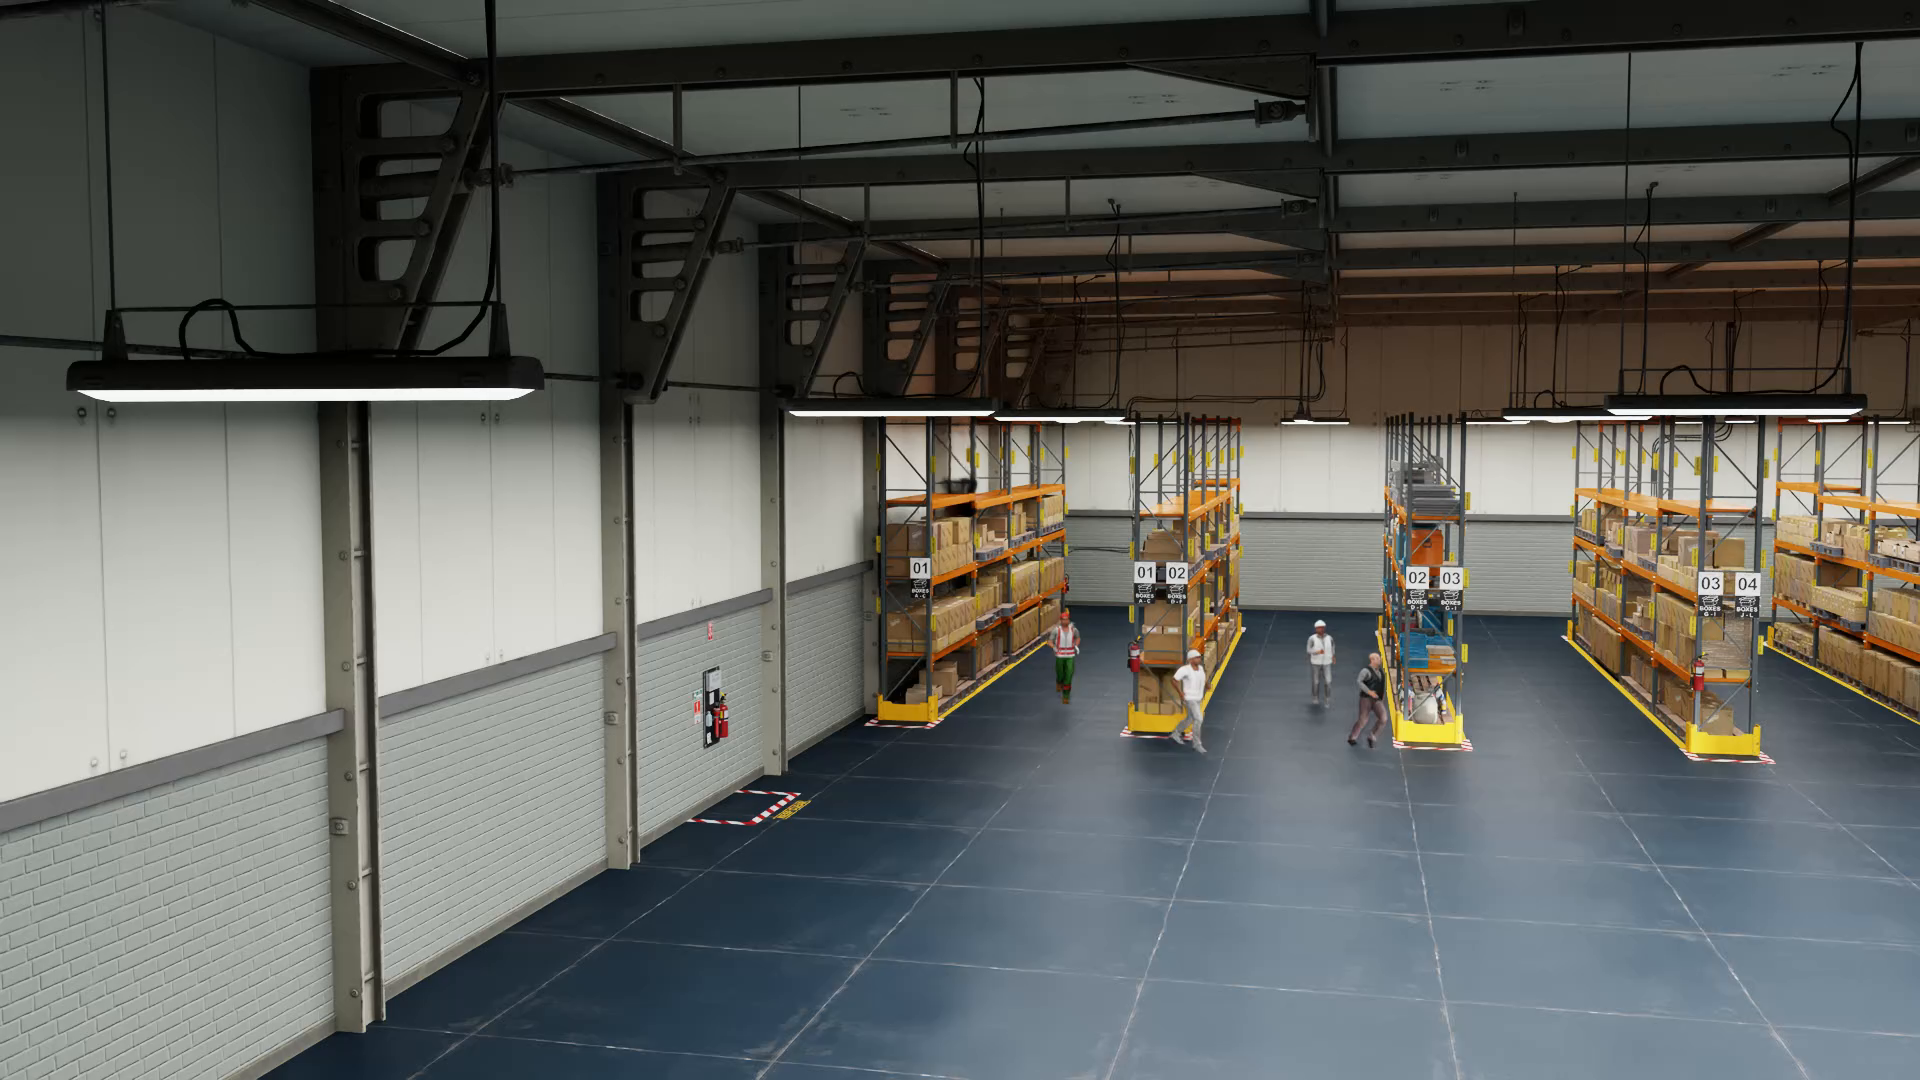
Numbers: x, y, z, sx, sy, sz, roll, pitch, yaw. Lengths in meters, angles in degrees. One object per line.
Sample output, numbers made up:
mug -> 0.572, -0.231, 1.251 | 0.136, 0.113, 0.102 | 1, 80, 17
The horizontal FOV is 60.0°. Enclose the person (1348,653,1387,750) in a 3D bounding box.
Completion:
person -> 7.375, 2.879, 29.718 | 0.716, 1.721, 0.671 | -2, 4, -28

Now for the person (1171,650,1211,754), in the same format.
person -> 4.096, 2.840, 29.518 | 0.832, 1.814, 0.687 | 3, 5, 42

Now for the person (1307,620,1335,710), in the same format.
person -> 7.372, 2.545, 33.926 | 0.622, 1.811, 0.732 | 0, 4, 2

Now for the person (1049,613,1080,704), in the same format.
person -> 2.085, 2.321, 32.947 | 0.655, 1.778, 0.889 | 0, 4, -4
